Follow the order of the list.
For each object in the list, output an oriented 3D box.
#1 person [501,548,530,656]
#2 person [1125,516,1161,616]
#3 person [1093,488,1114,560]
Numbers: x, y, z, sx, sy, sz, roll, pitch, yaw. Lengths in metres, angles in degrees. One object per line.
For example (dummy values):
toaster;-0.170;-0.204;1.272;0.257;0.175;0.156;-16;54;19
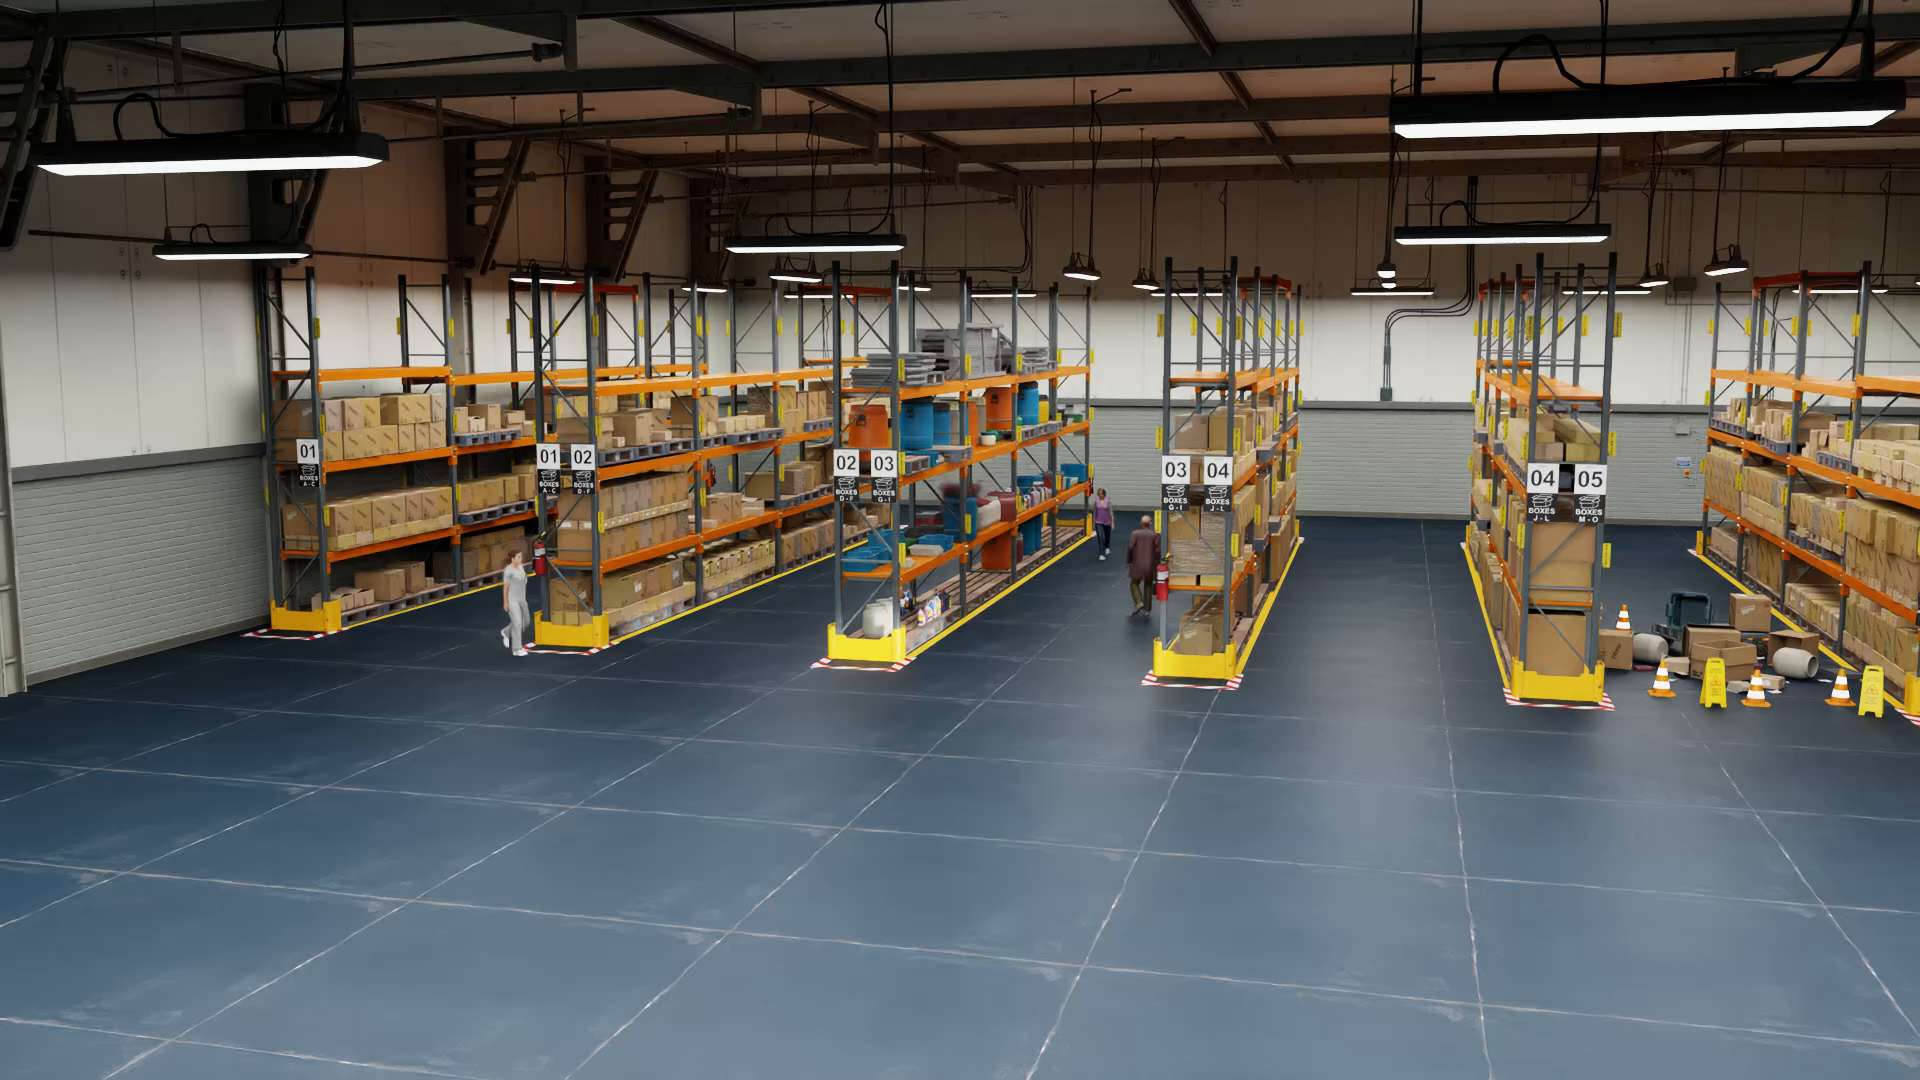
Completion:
person;-6.873;0.932;25.548;0.657;1.653;0.456;5;9;34
person;3.242;0.461;29.113;0.652;1.736;0.702;-1;7;-4
person;3.133;-0.371;36.230;0.452;1.539;0.939;0;7;4
